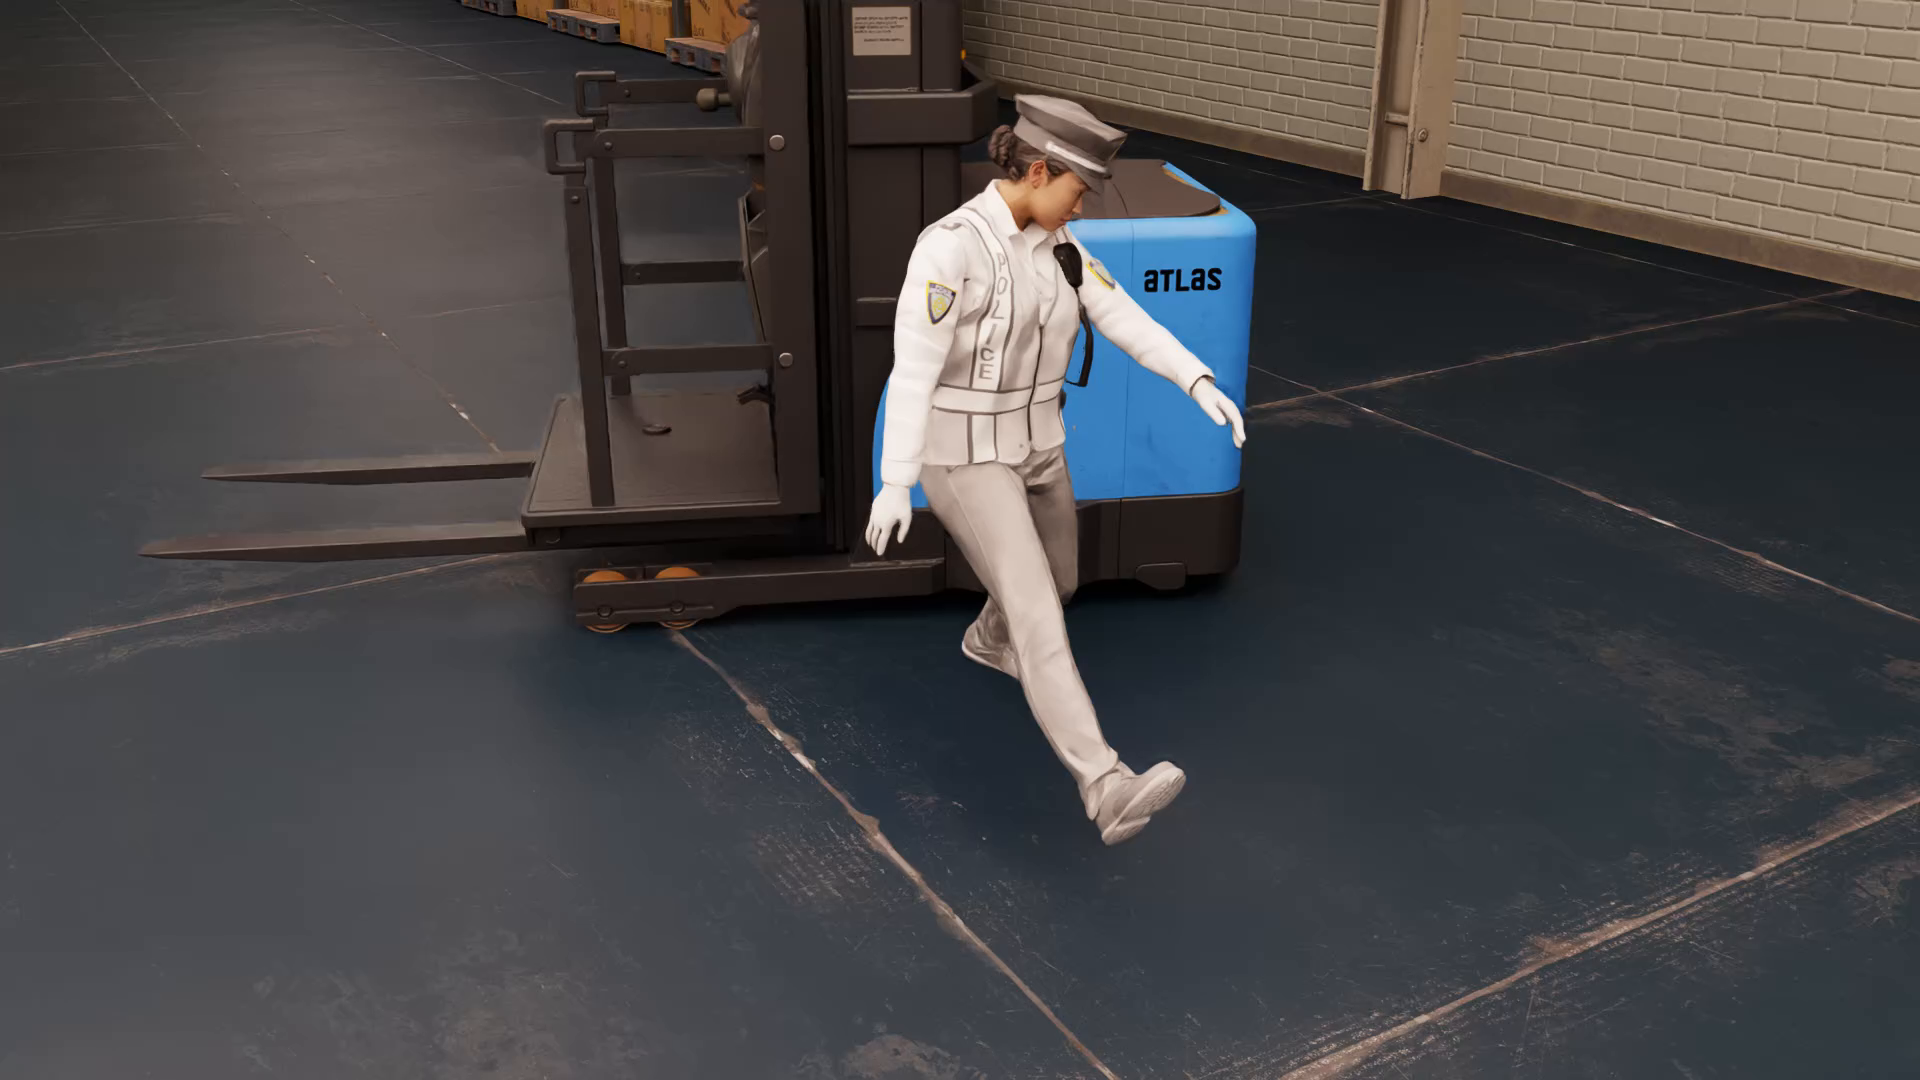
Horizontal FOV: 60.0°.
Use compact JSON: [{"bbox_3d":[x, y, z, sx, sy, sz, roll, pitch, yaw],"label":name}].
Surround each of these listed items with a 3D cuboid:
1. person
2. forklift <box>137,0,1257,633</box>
[{"bbox_3d":[0.185,-0.160,3.589,1.066,1.533,0.798,20,30,40],"label":"person"},{"bbox_3d":[-0.753,-1.316,4.482,3.031,2.935,1.130,-3,22,-7],"label":"forklift"}]
